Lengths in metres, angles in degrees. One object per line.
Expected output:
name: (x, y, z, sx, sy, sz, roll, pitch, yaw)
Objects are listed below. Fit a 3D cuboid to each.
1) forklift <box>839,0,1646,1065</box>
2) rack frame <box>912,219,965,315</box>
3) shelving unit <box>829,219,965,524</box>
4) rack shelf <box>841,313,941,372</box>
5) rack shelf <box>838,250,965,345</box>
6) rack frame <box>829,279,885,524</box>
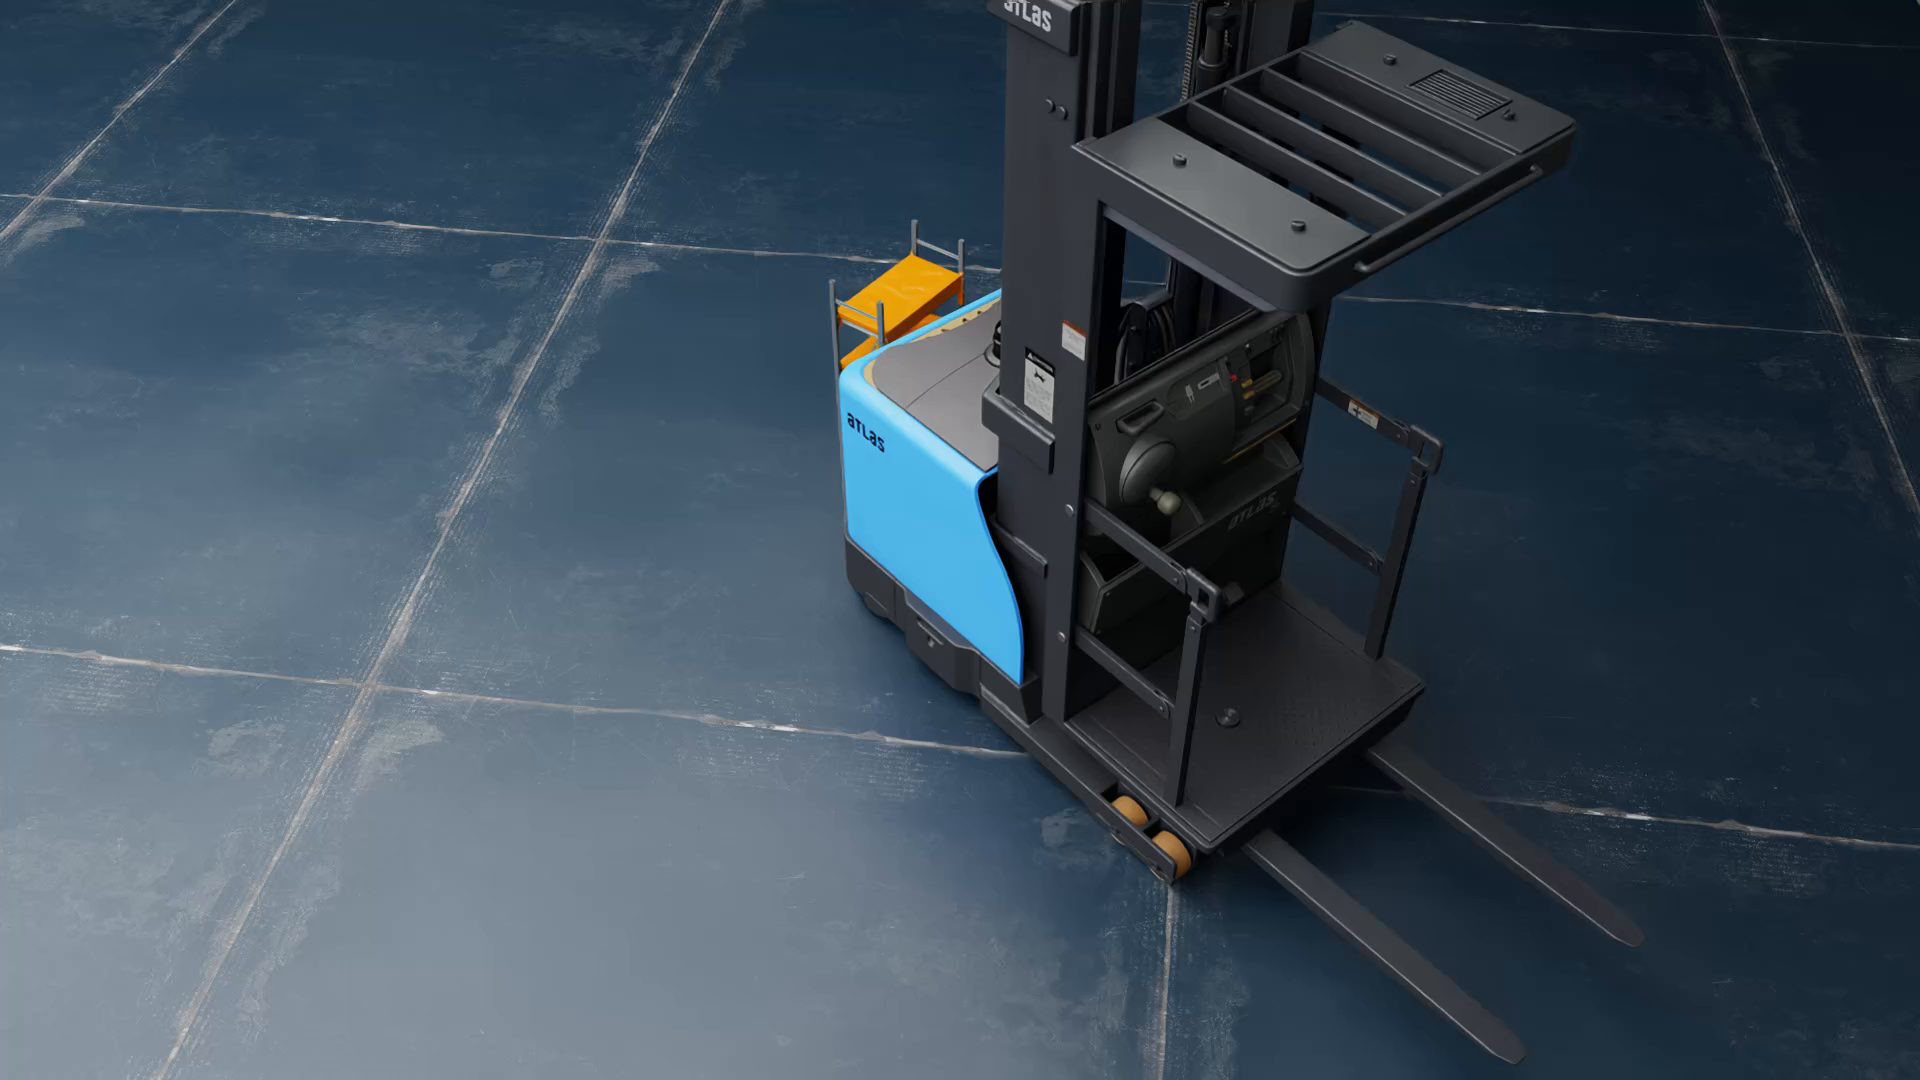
forklift: (0.890, -0.324, 4.960, 1.130, 2.935, 3.031, -30, 51, -28)
rack frame: (-0.082, -0.724, 6.642, 0.240, 1.200, 0.015, 27, 50, 26)
shelving unit: (-0.227, -0.589, 6.499, 0.258, 1.200, 0.503, 27, 50, 26)
rack shelf: (-0.227, -0.702, 6.392, 0.258, 0.148, 0.480, 27, 50, 26)
rack shelf: (-0.227, -0.874, 6.229, 0.258, 0.148, 0.480, 27, 50, 26)
rack frame: (-0.372, -0.454, 6.357, 0.240, 1.200, 0.015, 27, 50, 26)
